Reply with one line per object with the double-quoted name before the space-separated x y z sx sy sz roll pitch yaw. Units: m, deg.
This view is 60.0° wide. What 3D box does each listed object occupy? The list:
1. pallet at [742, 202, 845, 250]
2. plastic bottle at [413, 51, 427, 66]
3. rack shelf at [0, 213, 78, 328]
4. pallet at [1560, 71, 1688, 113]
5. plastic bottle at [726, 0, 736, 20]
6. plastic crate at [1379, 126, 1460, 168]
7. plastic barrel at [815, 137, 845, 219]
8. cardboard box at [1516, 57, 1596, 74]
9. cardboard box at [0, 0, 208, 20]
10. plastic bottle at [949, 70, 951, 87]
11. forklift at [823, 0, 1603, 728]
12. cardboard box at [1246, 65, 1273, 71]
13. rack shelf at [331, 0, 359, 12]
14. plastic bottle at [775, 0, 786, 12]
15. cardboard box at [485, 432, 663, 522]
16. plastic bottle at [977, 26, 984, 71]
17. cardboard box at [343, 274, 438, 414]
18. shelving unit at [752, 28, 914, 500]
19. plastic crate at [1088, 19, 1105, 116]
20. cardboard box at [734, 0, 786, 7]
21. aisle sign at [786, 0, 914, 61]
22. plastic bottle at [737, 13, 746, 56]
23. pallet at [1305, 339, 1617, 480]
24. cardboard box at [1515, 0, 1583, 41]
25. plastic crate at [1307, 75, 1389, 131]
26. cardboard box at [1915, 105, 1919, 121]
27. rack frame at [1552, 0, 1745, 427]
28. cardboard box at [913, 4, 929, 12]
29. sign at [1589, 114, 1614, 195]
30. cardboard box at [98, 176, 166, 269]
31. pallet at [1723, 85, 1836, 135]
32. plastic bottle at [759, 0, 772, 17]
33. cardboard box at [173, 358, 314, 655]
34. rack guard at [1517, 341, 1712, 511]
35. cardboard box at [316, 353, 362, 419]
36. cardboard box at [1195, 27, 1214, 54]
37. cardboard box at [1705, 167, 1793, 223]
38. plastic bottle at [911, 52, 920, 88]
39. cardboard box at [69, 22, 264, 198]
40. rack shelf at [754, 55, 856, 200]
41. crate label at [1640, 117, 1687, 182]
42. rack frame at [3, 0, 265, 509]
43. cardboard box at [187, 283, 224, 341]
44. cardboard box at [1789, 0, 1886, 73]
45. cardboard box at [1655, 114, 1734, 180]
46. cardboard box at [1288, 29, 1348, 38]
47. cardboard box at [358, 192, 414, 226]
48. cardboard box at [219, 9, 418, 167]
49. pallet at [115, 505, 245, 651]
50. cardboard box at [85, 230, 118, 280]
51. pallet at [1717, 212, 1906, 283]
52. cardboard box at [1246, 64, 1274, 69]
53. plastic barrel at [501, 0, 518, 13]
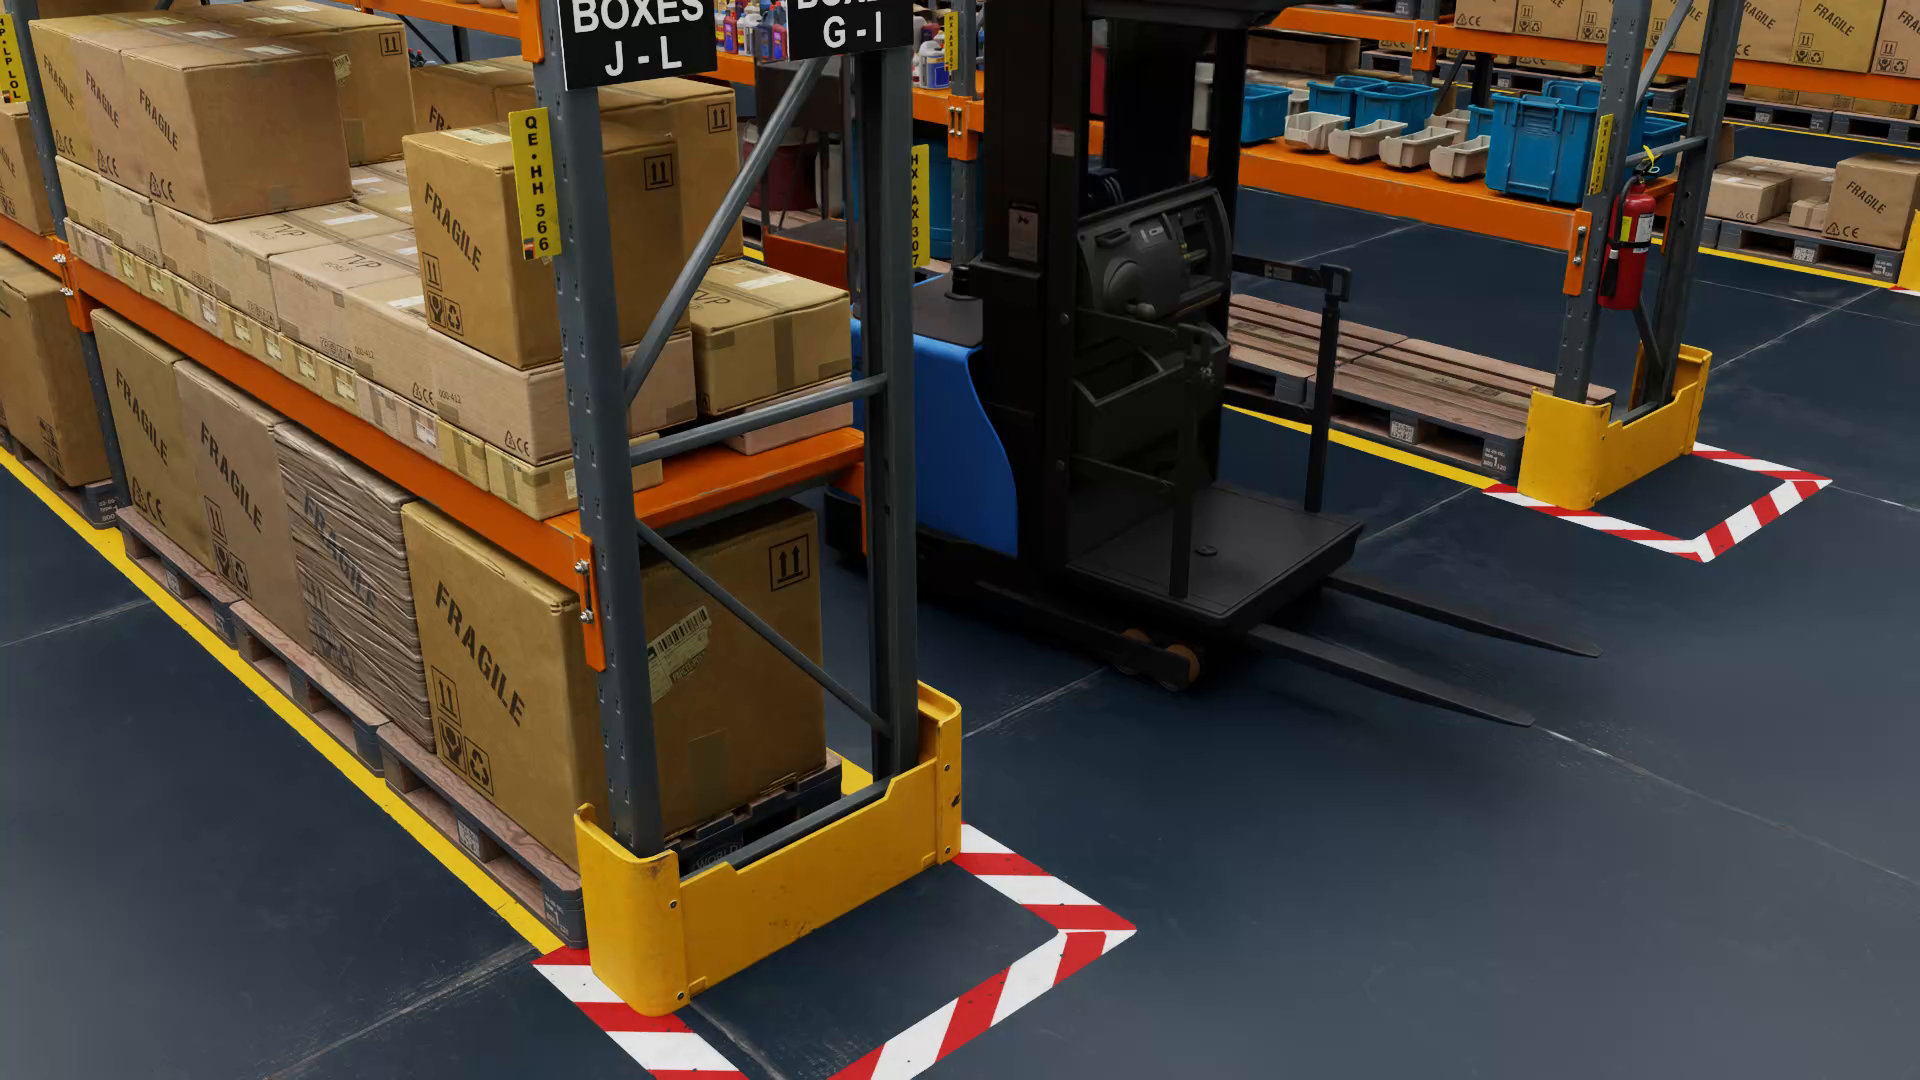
"pallet" -0.983 -2.265 11.960 1.003 0.211 1.213 -21 32 -38
"plastic bottle" -5.365 -4.699 16.598 0.144 0.351 0.185 -20 31 -37
"rack shelf" -4.631 -1.792 8.430 1.077 0.370 4.000 -21 32 -38
"pallet" 7.001 -4.672 17.238 1.003 0.211 1.213 -21 32 -38
"plastic bottle" -1.729 -3.998 12.639 0.097 0.201 0.097 0 25 0
"plastic crate" 2.209 -1.901 8.049 0.396 0.136 0.243 -21 32 -38
"plastic barrel" -0.812 -2.558 11.735 0.421 0.512 0.421 0 25 0
"cardboard box" 6.435 -5.370 17.492 0.750 0.750 0.750 -20 31 -37
"cardboard box" -3.706 -2.206 7.143 0.797 0.503 0.637 -22 33 -40
"plastic bottle" -0.075 -2.897 10.225 0.097 0.201 0.097 0 25 0
"forklift" 0.887 -1.031 5.980 3.031 2.935 1.130 19 31 35
"cardboard box" 2.400 -3.911 14.691 0.500 0.500 0.500 22 33 40
"rack shelf" -6.483 -5.621 16.823 1.077 0.370 4.000 -21 32 -38
"plastic bottle" -1.305 -3.842 12.213 0.097 0.271 0.097 0 25 0
"cardboard box" -1.013 -0.202 4.380 0.380 0.149 0.250 -20 32 -38
"plastic bottle" 0.163 -3.192 10.787 0.097 0.271 0.097 0 25 0
"cardboard box" -1.401 -0.594 4.760 0.500 0.250 0.500 -22 32 -39
"shelving unit" -0.519 -1.107 7.146 0.503 2.100 0.431 19 31 35
"plastic crate" 0.779 -2.633 9.258 0.402 0.464 0.583 -21 32 -38
"cardboard box" -2.308 -6.261 19.263 0.500 0.500 0.500 -21 32 -38
"aisle sign" -0.261 -1.547 3.896 0.394 0.787 0.004 -21 32 -38
"plastic bottle" -1.474 -3.456 11.367 0.097 0.271 0.097 0 25 0
"pallet" 2.550 -0.699 8.527 1.003 0.211 1.213 -21 32 -38
"cardboard box" 4.472 -3.982 12.244 0.500 0.500 0.500 -21 32 -38
"plastic crate" 2.052 -2.316 8.841 0.416 0.233 0.300 -21 32 -38
"cardboard box" 9.080 -4.058 15.037 0.500 0.500 0.700 23 33 40
"rack frame" 3.086 -1.706 7.376 1.000 3.000 0.127 -21 32 -38
"cardboard box" -0.652 -5.744 18.358 0.500 0.311 0.500 -20 31 -37
"sign" 2.695 -1.620 6.990 0.100 0.325 0.005 -21 32 -38
"cardboard box" -2.797 -1.212 6.114 0.500 0.250 0.500 -21 32 -39
"pallet" 8.046 -4.207 16.219 1.003 0.211 1.213 -21 32 -38
"plastic bottle" -1.438 -3.901 12.342 0.097 0.271 0.097 0 25 0
"cardboard box" -2.256 -0.242 6.221 0.875 0.875 0.875 -21 32 -38
"rack guard" 3.112 -0.566 7.887 1.175 0.500 0.348 -21 32 -38
"cardboard box" -1.713 -0.511 5.058 0.380 0.149 0.250 -22 33 -40
"cardboard box" 2.088 -4.706 15.529 0.500 0.250 0.500 -20 31 -37
"cardboard box" 5.525 -2.451 11.791 0.500 0.250 0.500 -21 32 -38
"plastic bottle" -0.253 -2.883 10.195 0.097 0.201 0.097 0 25 0
"cardboard box" -2.792 -1.552 5.958 0.500 0.500 0.500 -21 32 -38
"rack shelf" -0.519 -1.731 6.861 0.480 0.518 0.431 19 31 35
"crate label" 3.157 -1.826 7.767 0.416 0.233 0.303 -21 32 -38
"rack frame" -3.264 -1.513 6.953 1.000 3.000 0.127 -21 32 -38
"cardboard box" -2.418 -0.822 5.741 0.380 0.149 0.250 -21 32 -38
"cardboard box" 5.842 -3.371 10.904 0.500 0.500 0.500 -21 32 -38
"cardboard box" 5.258 -2.819 12.293 0.797 0.503 0.637 -21 32 -38
"cardboard box" 4.319 -6.207 19.723 0.700 0.500 0.500 -21 32 -38
"cardboard box" -1.722 -1.056 5.773 0.500 0.250 0.500 -22 32 -39
"cardboard box" -2.415 -1.705 6.292 0.500 0.500 0.500 -21 32 -38
"pallet" -2.801 0.008 6.978 1.003 0.211 1.213 -21 32 -38
"cardboard box" -3.125 -1.135 6.427 0.250 0.149 0.380 23 33 40
"pallet" 6.107 -2.106 11.612 1.003 0.211 1.213 -21 32 -38
"cardboard box" 2.763 -4.066 15.031 0.500 0.500 0.500 22 33 40
"plastic barrel" -3.529 -4.560 13.496 0.421 0.512 0.421 0 25 0
